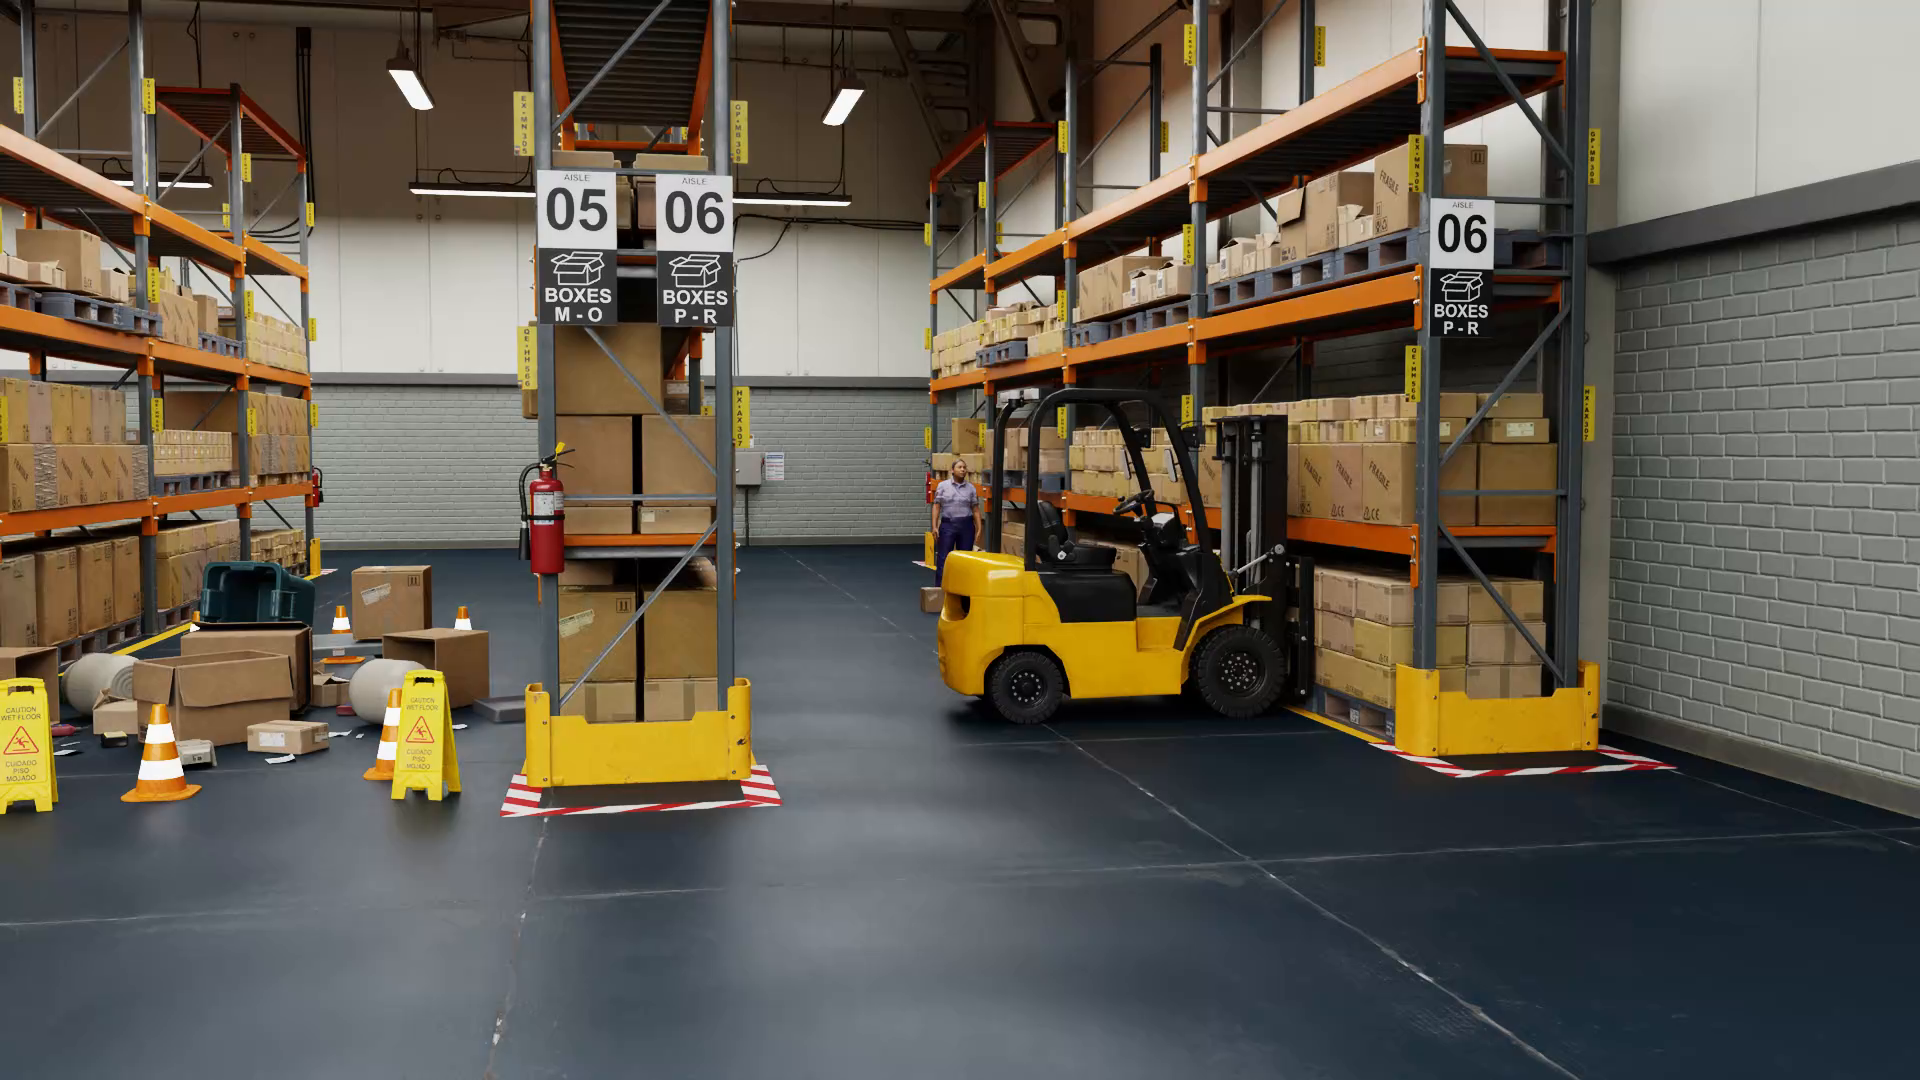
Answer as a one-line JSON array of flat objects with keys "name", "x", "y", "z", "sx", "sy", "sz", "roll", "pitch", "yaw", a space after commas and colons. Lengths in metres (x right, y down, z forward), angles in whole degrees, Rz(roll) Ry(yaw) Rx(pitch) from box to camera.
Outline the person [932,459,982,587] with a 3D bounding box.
[{"name": "person", "x": -0.037, "y": -0.067, "z": 18.312, "sx": 0.598, "sy": 1.651, "sz": 0.504, "roll": -1, "pitch": 3, "yaw": -11}]
